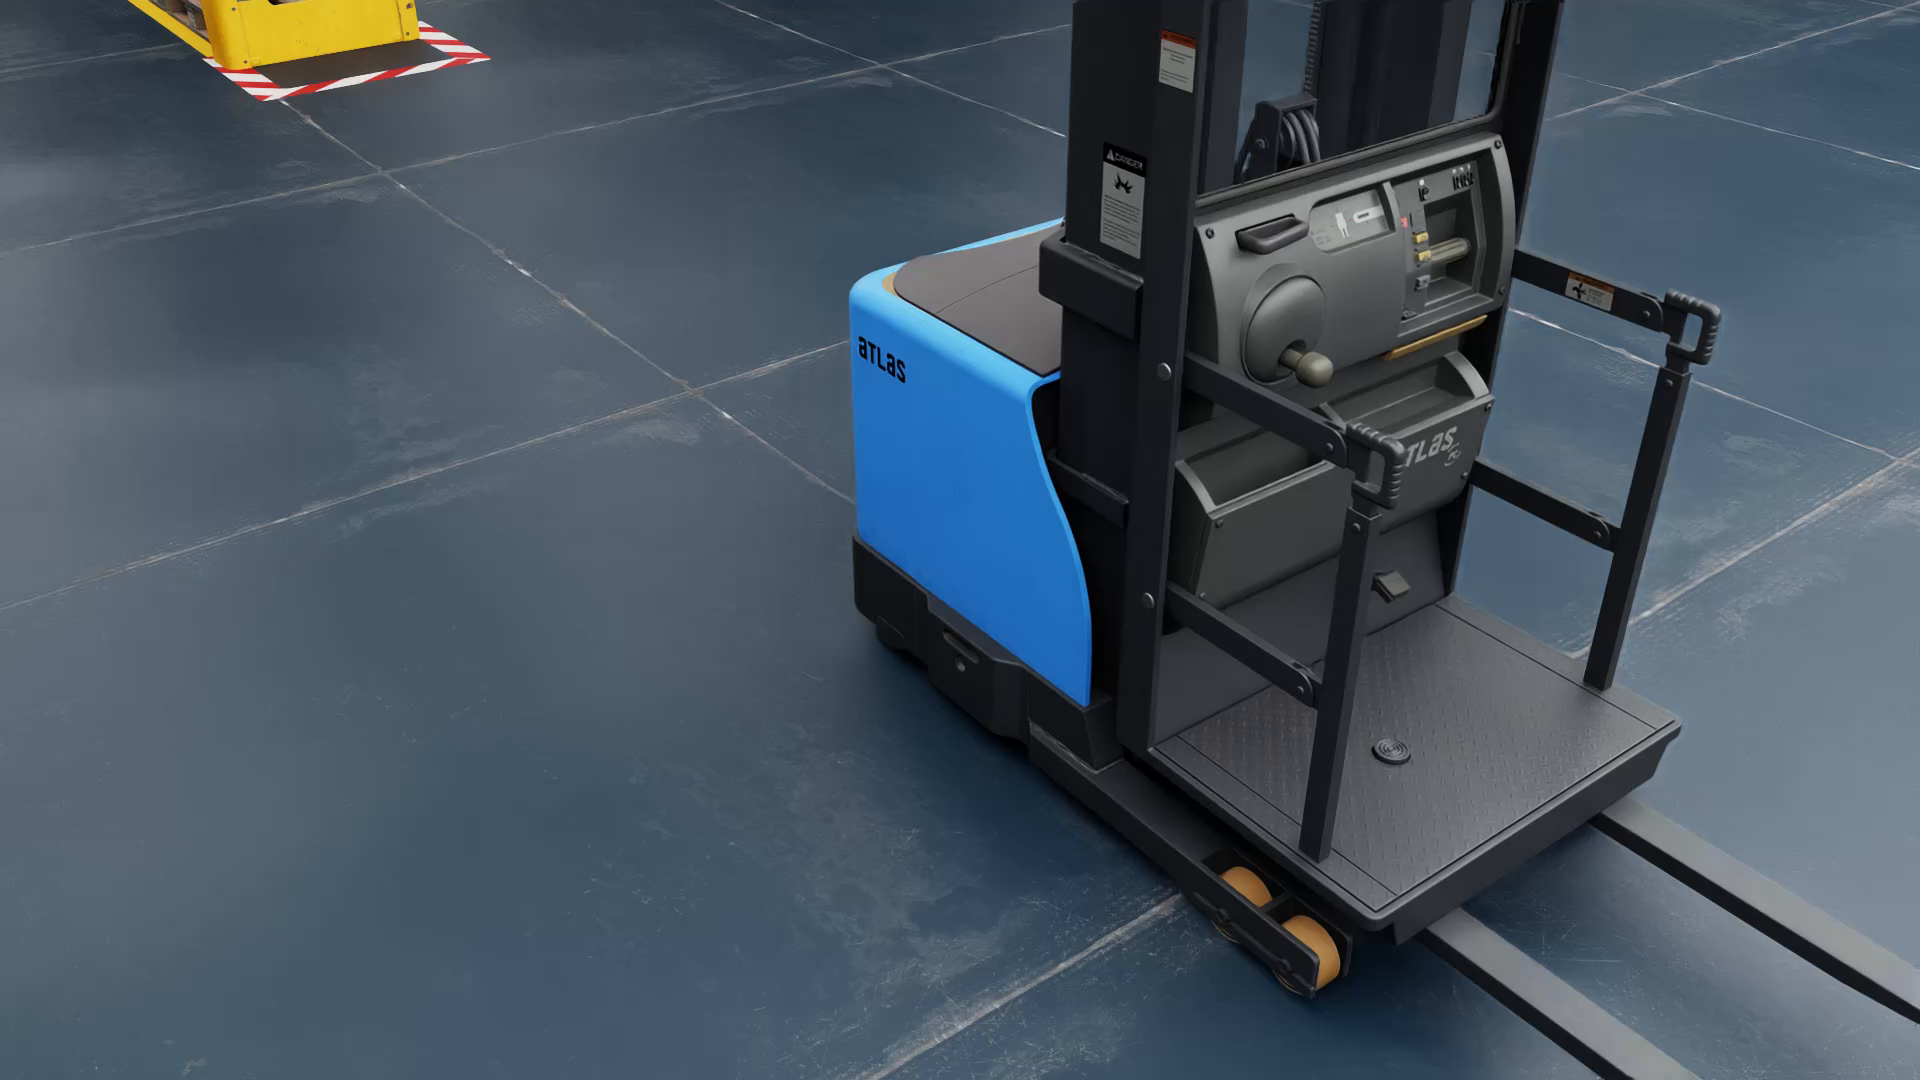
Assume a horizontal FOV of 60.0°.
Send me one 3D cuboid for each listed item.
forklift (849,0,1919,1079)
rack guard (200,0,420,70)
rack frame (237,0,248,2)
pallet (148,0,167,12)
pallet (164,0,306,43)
[{"bbox_3d":[0.980,-0.547,3.352,1.130,2.935,3.031,-22,38,-31],"label":"forklift"},{"bbox_3d":[-3.862,-3.180,9.896,1.175,0.500,0.348,-22,38,-31],"label":"rack guard"},{"bbox_3d":[-3.778,-4.225,9.210,1.000,3.000,0.127,-22,38,-31],"label":"rack frame"},{"bbox_3d":[-5.100,-3.905,11.338,1.003,0.211,1.213,-22,38,-31],"label":"pallet"},{"bbox_3d":[-4.356,-3.397,10.520,1.003,0.211,1.213,-22,38,-31],"label":"pallet"}]
